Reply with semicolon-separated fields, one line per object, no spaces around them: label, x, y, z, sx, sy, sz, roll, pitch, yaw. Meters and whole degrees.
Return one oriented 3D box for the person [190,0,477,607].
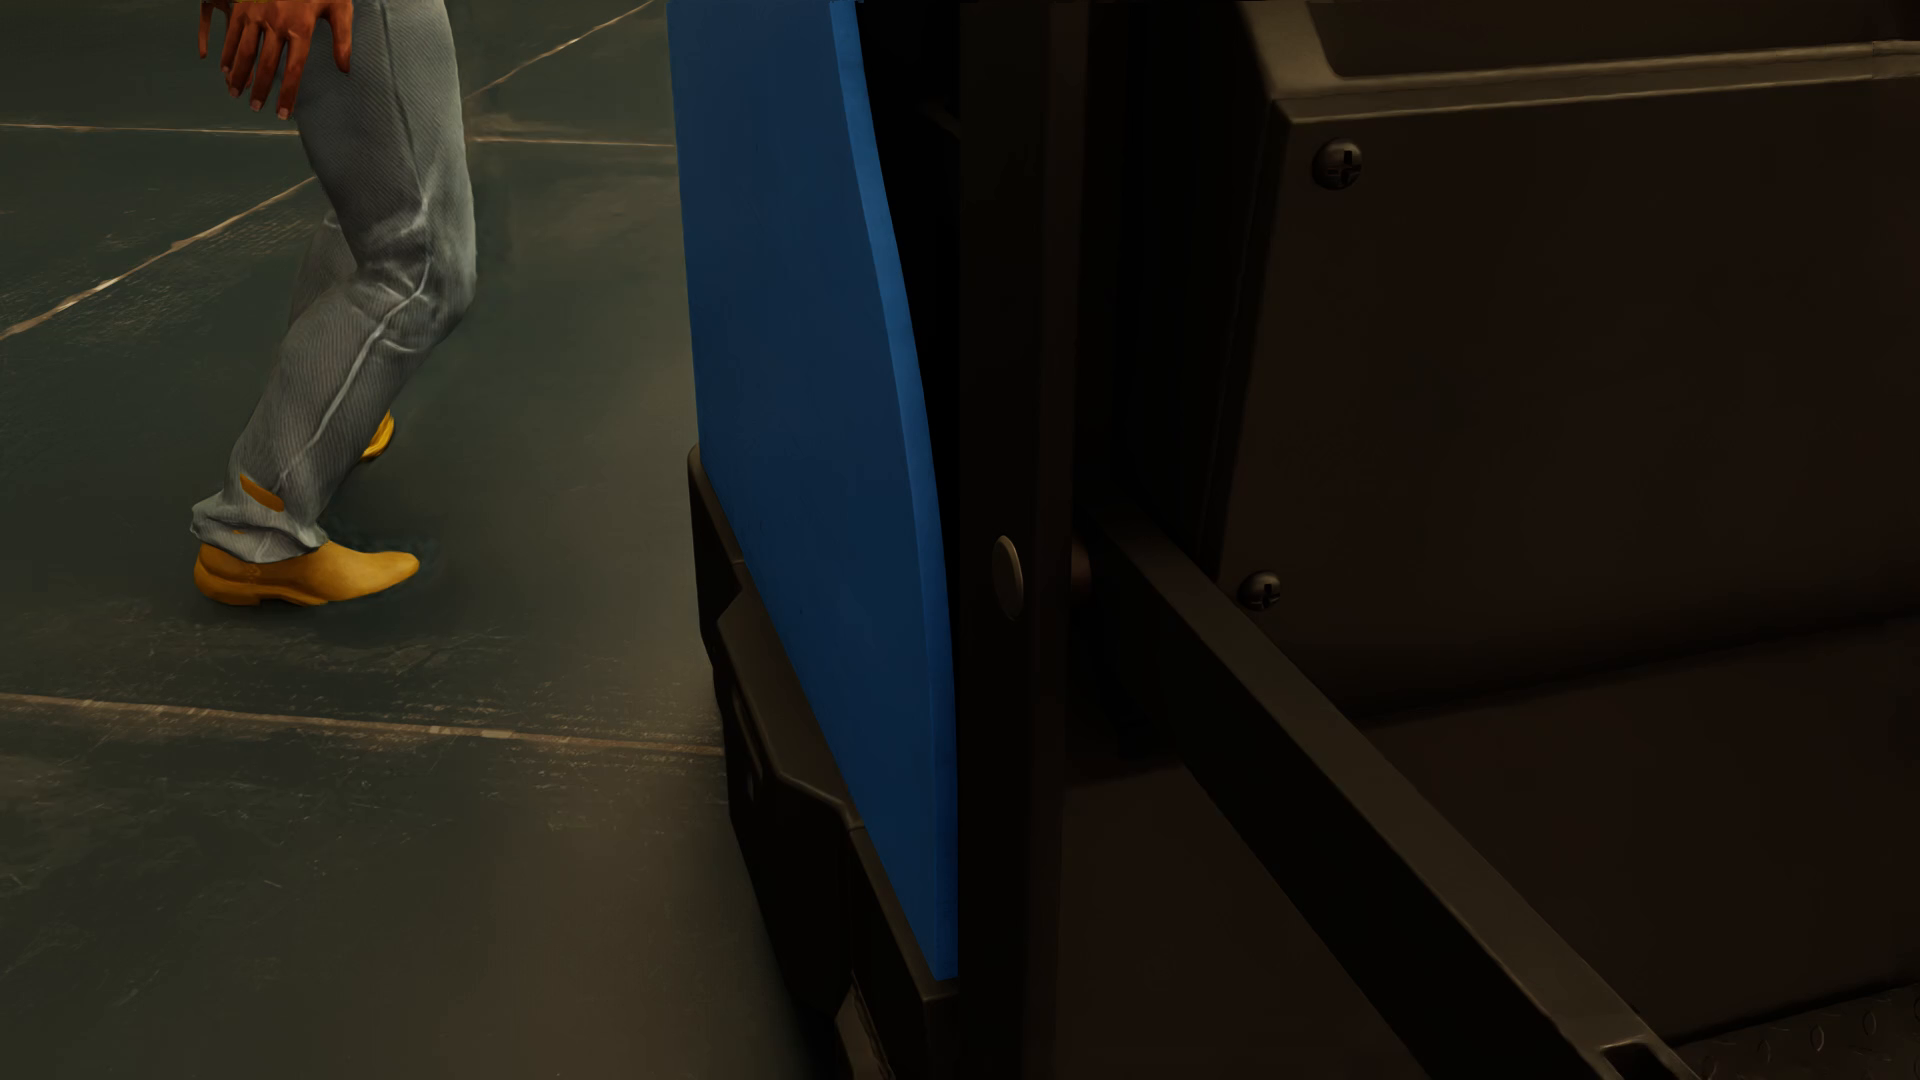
person;-0.884;-0.744;2.133;0.504;1.720;0.912;-13;29;-24

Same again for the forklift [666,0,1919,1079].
forklift;0.609;-0.598;0.414;1.130;2.935;3.031;-8;28;-16
